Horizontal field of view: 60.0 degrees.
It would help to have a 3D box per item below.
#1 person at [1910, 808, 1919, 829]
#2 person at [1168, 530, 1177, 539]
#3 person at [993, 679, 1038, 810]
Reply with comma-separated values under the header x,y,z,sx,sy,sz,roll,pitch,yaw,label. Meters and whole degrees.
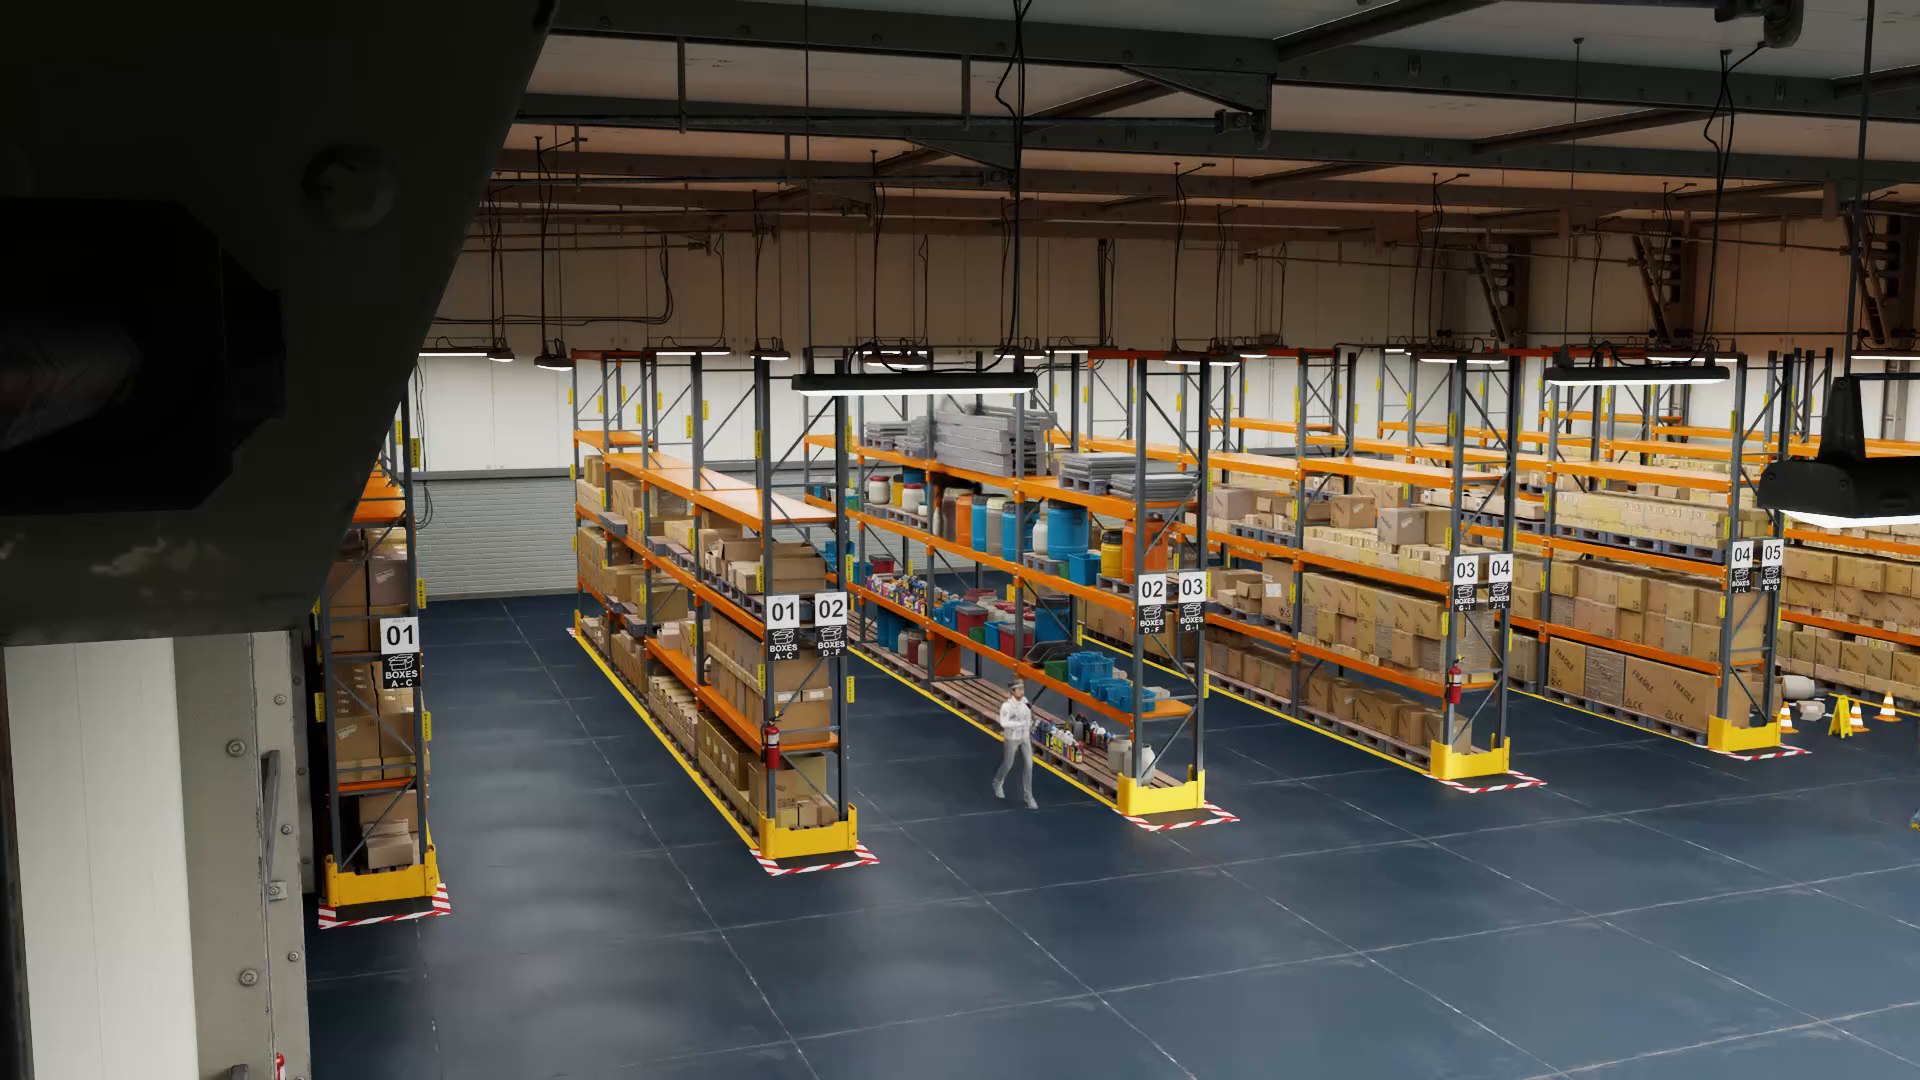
x,y,z,sx,sy,sz,roll,pitch,yaw,label
12.411,2.887,20.889,0.747,1.795,0.682,3,8,20,person
5.050,0.449,40.414,0.704,1.762,0.751,6,9,40,person
0.735,2.706,22.386,0.612,1.747,0.806,-5,9,-34,person
